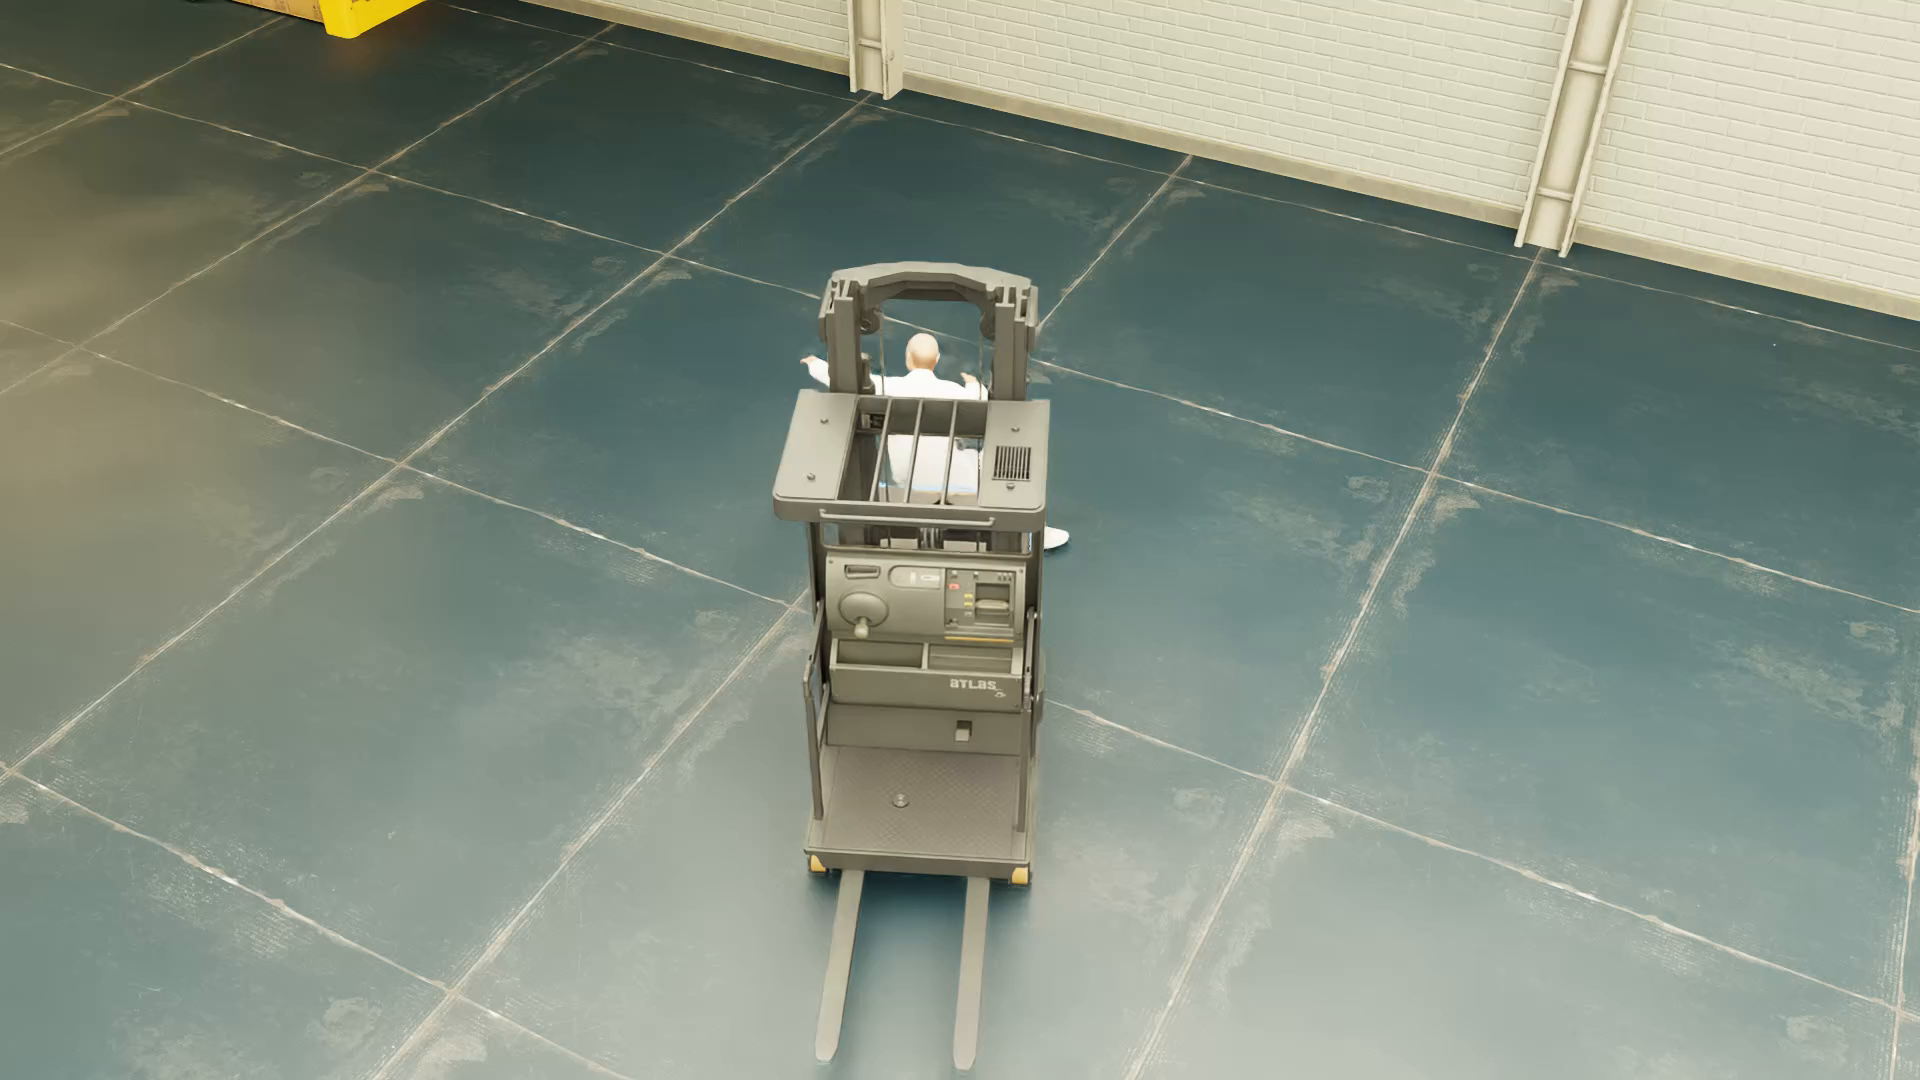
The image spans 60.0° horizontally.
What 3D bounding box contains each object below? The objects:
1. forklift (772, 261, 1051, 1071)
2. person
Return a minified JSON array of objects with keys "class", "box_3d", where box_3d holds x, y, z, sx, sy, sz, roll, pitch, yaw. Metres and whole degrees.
[{"class":"forklift","box_3d":[-0.175,0.354,7.566,1.130,2.935,3.031,3,40,3]},{"class":"person","box_3d":[-0.142,-0.570,9.782,1.619,1.500,0.804,2,40,2]}]
